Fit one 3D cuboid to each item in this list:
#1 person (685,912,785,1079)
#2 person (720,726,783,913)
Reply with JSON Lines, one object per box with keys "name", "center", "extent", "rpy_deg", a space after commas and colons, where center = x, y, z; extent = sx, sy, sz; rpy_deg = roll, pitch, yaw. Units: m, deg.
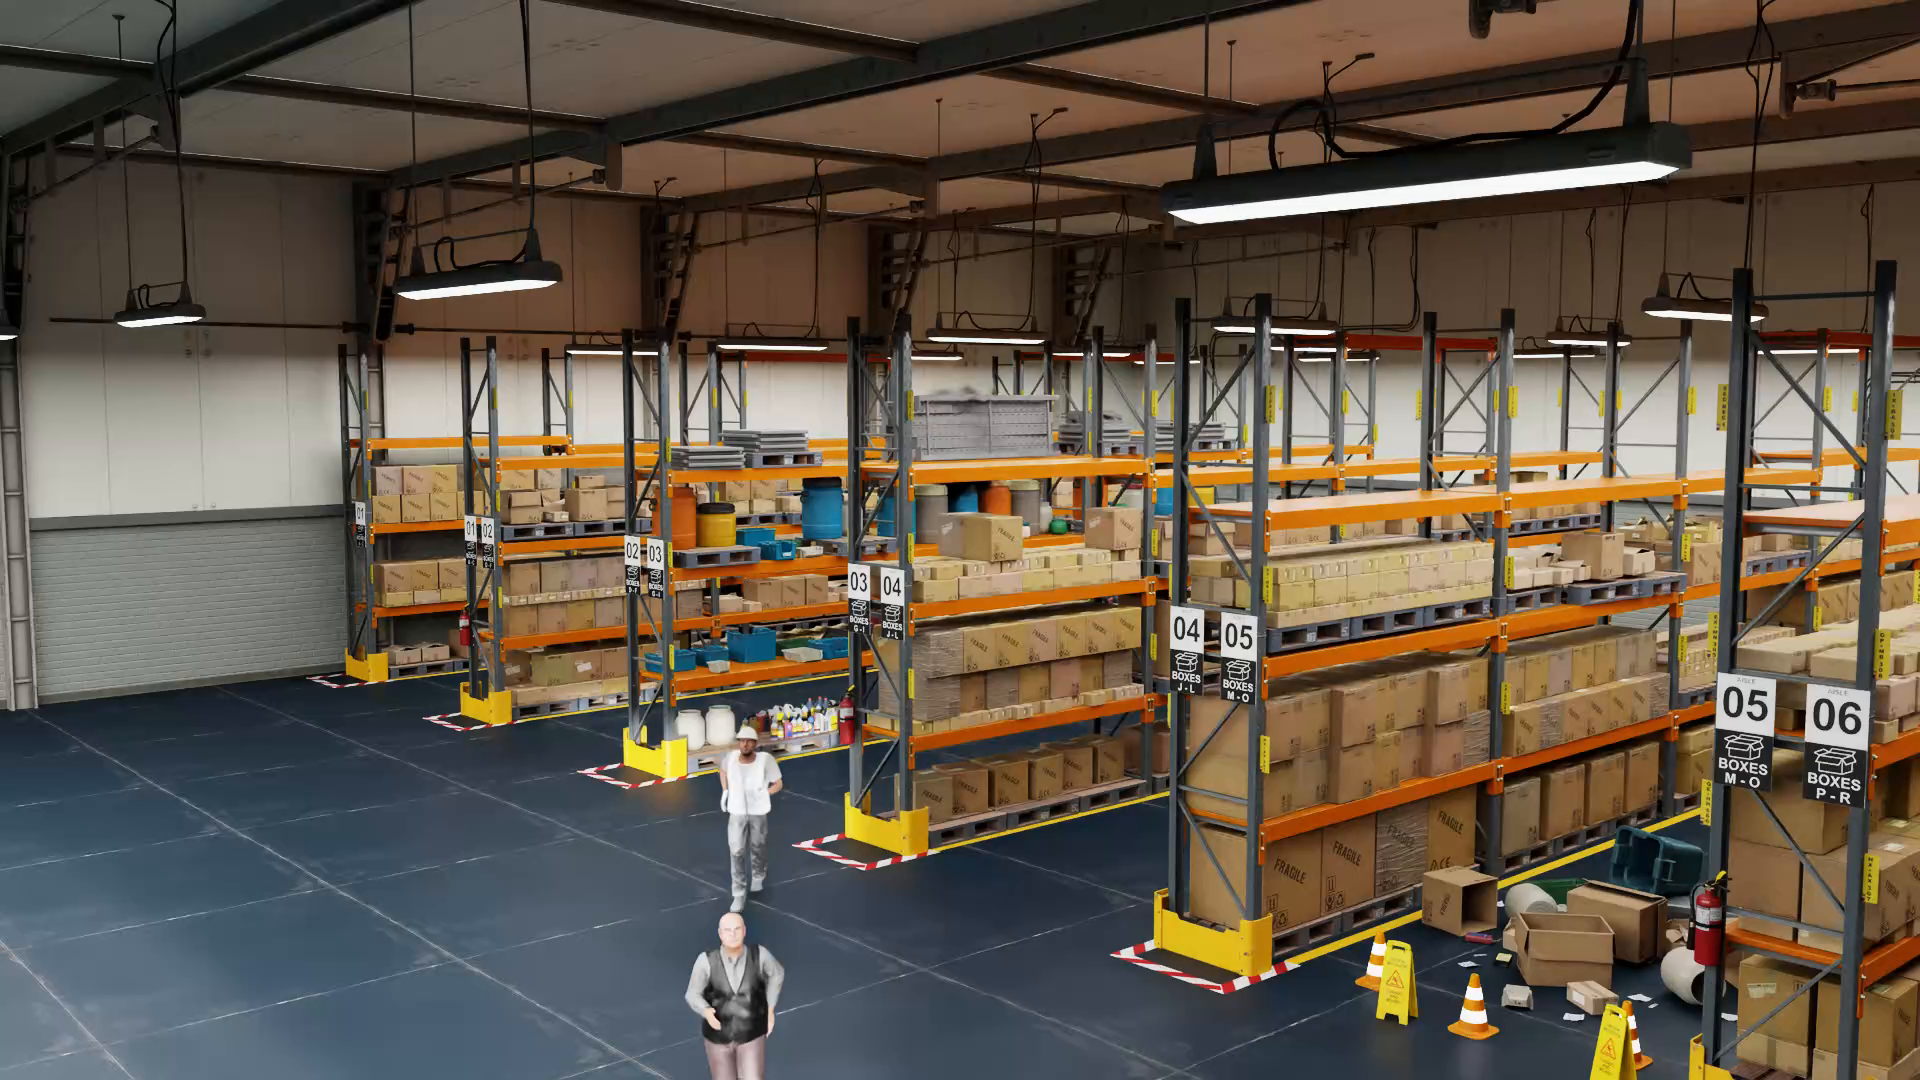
{"name": "person", "center": [-1.498, 3.329, 11.056], "extent": [0.646, 1.720, 0.701], "rpy_deg": [0, 5, -3]}
{"name": "person", "center": [-2.112, 2.778, 16.788], "extent": [0.663, 1.833, 0.810], "rpy_deg": [0, 5, -1]}
